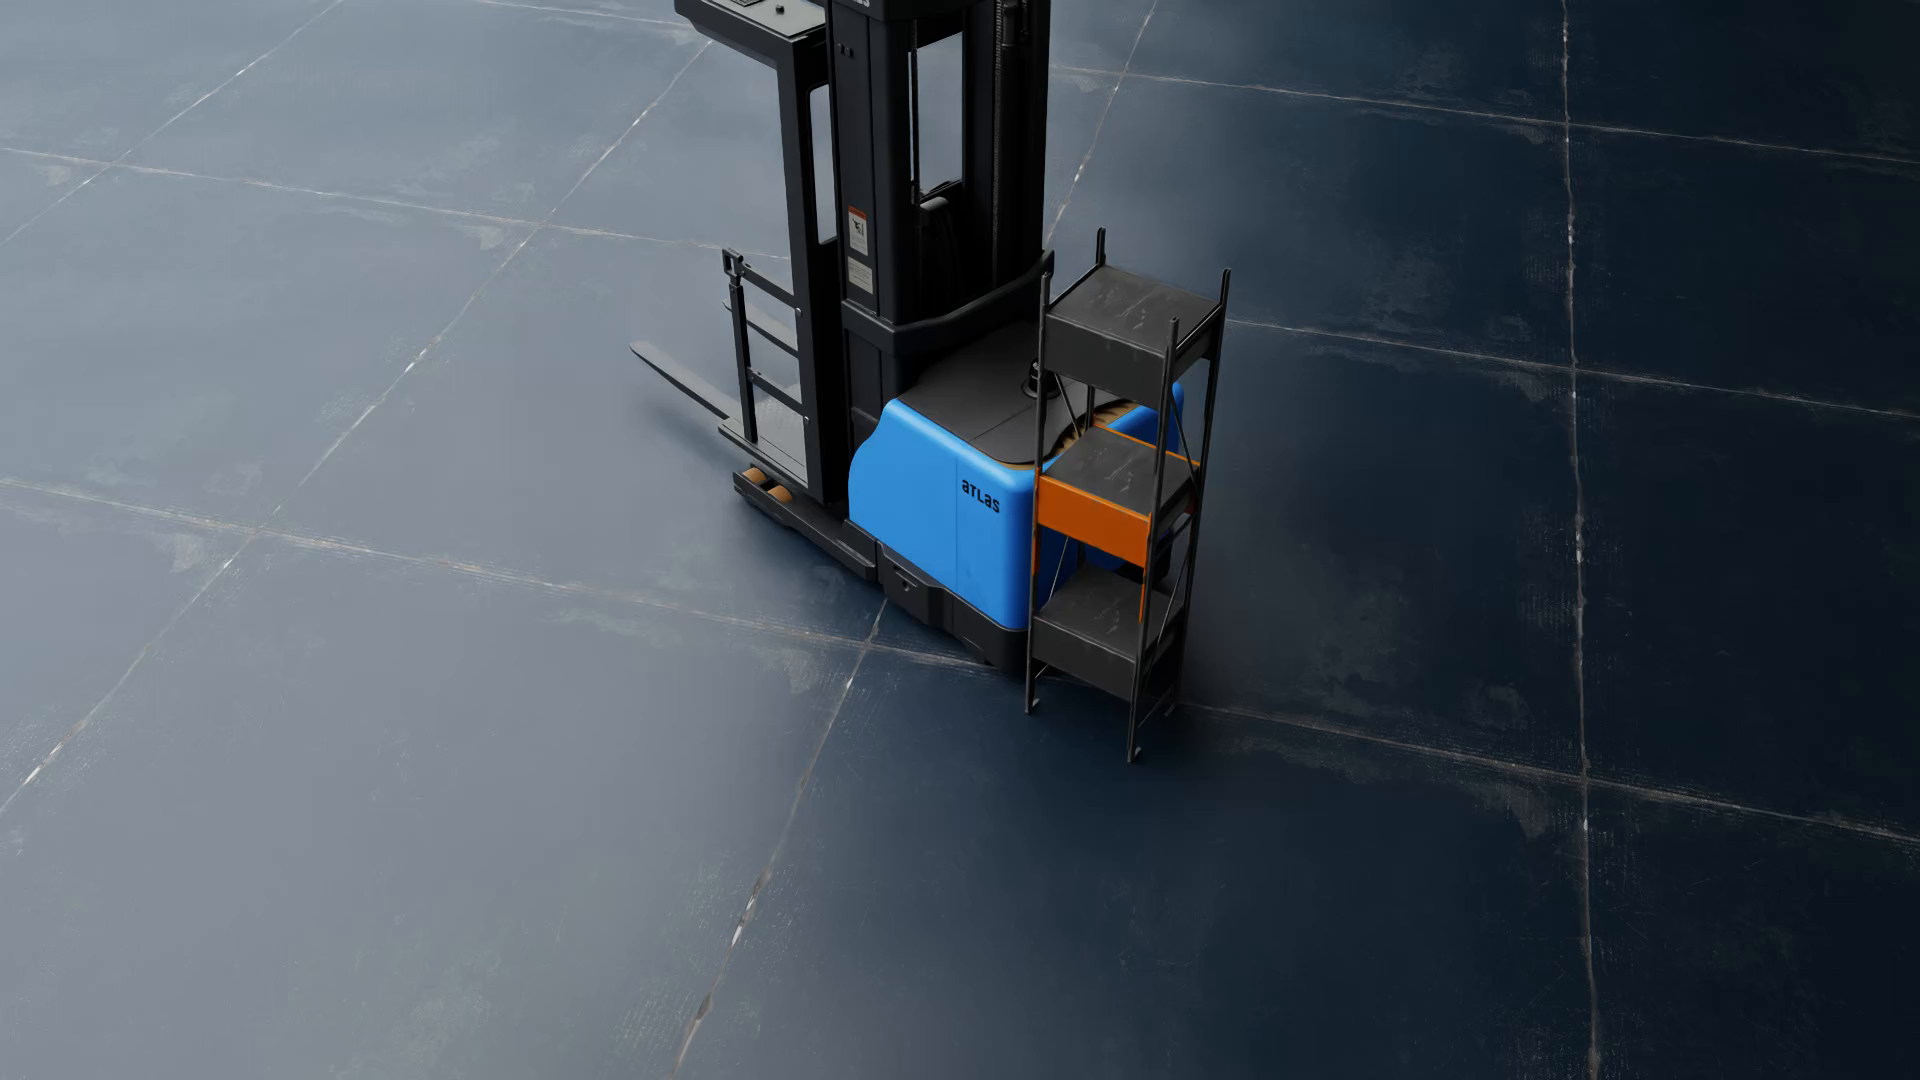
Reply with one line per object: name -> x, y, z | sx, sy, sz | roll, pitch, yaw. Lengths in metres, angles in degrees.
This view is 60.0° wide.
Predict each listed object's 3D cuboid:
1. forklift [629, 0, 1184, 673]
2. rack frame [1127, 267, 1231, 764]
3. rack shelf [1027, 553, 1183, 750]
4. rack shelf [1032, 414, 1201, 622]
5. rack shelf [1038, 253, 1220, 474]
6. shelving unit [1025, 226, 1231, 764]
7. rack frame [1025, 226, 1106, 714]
forklift -> -0.435, -1.415, 7.180 | 1.130, 2.935, 3.031 | -32, 49, -32
rack frame -> 0.794, -0.009, 6.151 | 0.015, 2.100, 0.400 | 24, 46, 25
rack shelf -> 0.591, 0.446, 6.717 | 0.480, 0.518, 0.431 | 24, 46, 25
rack shelf -> 0.592, -0.087, 6.264 | 0.480, 0.518, 0.431 | 24, 46, 25
rack shelf -> 0.592, -0.621, 5.811 | 0.480, 0.518, 0.431 | 24, 46, 25
shelving unit -> 0.592, -0.098, 6.255 | 0.503, 2.100, 0.431 | 24, 46, 25
rack frame -> 0.390, -0.186, 6.359 | 0.015, 2.100, 0.400 | 24, 46, 25
